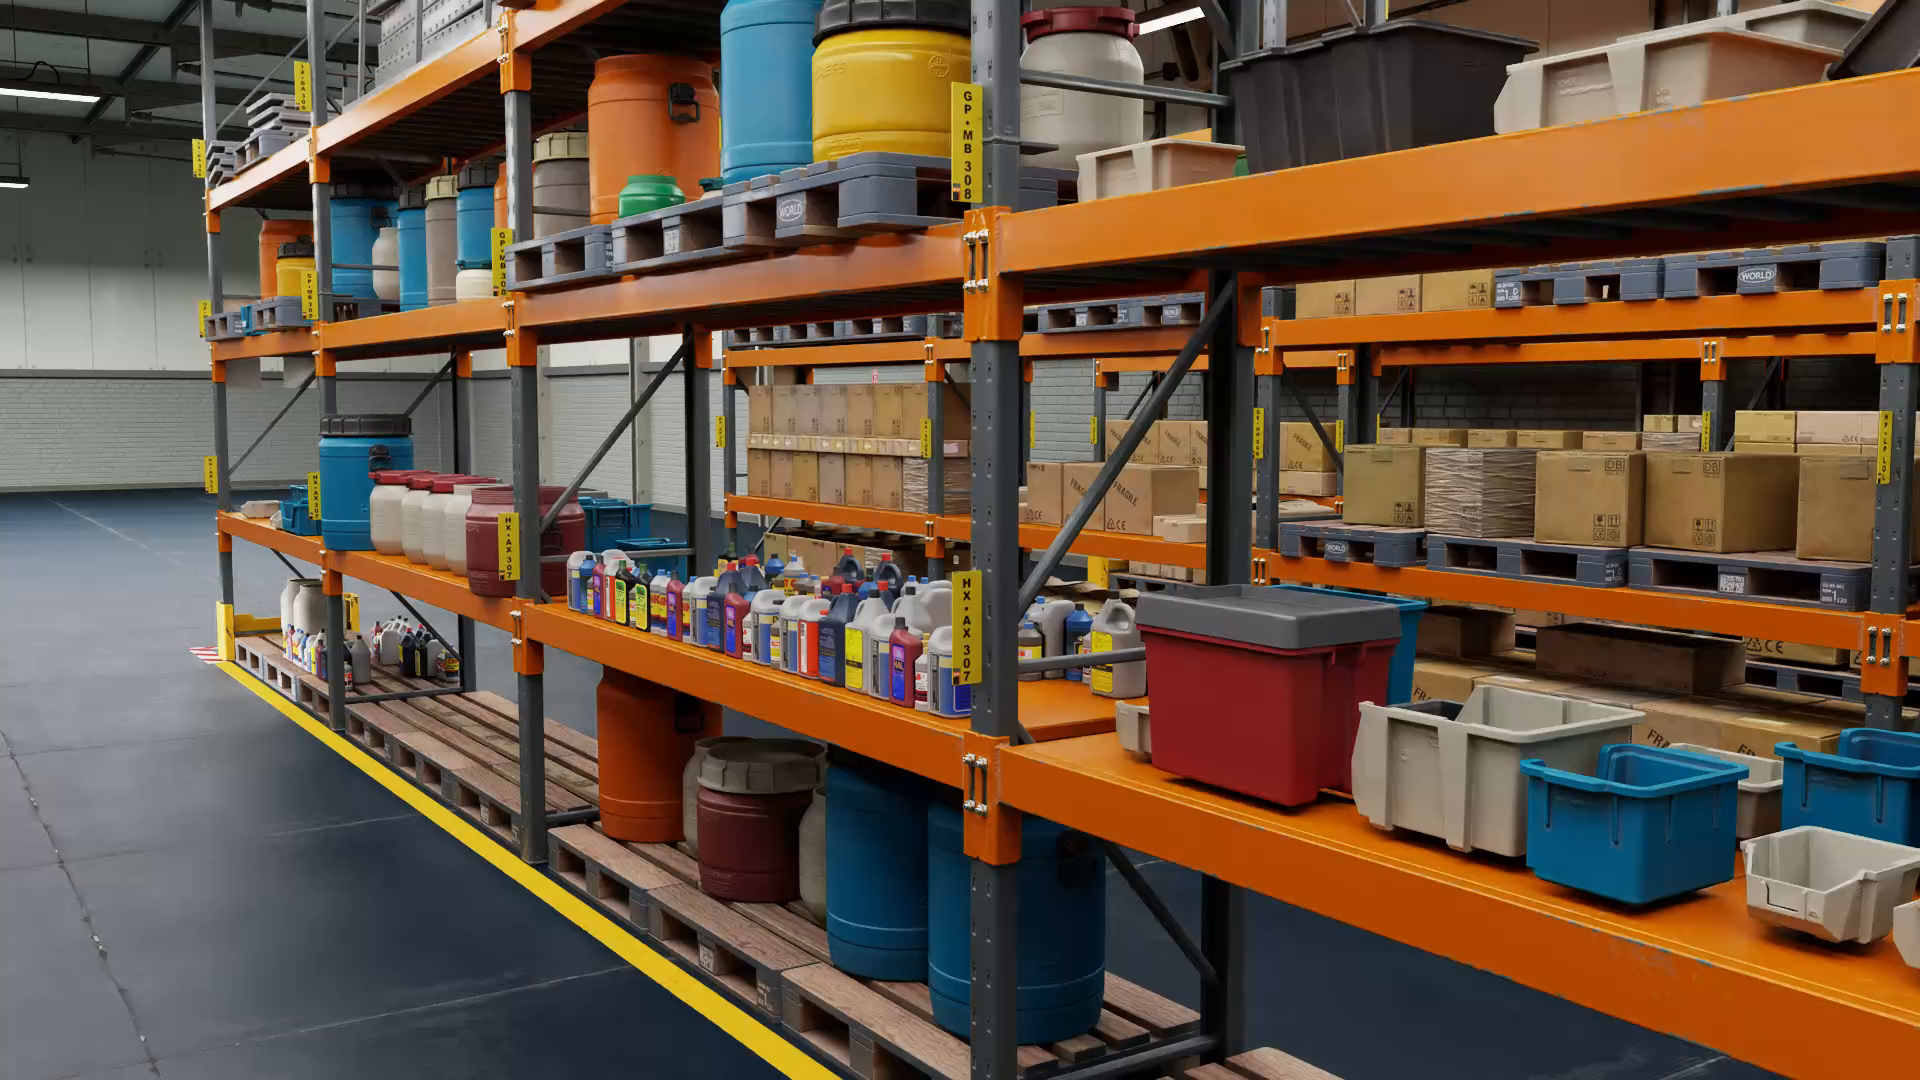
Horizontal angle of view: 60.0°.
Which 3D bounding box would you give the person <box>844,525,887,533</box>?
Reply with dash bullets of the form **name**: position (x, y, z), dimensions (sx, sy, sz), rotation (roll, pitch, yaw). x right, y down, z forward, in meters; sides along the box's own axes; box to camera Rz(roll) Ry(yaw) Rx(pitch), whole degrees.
- **person**: position (-1.053, -0.133, 18.911), dimensions (0.554, 1.695, 0.467), rotation (2, 5, 27)
